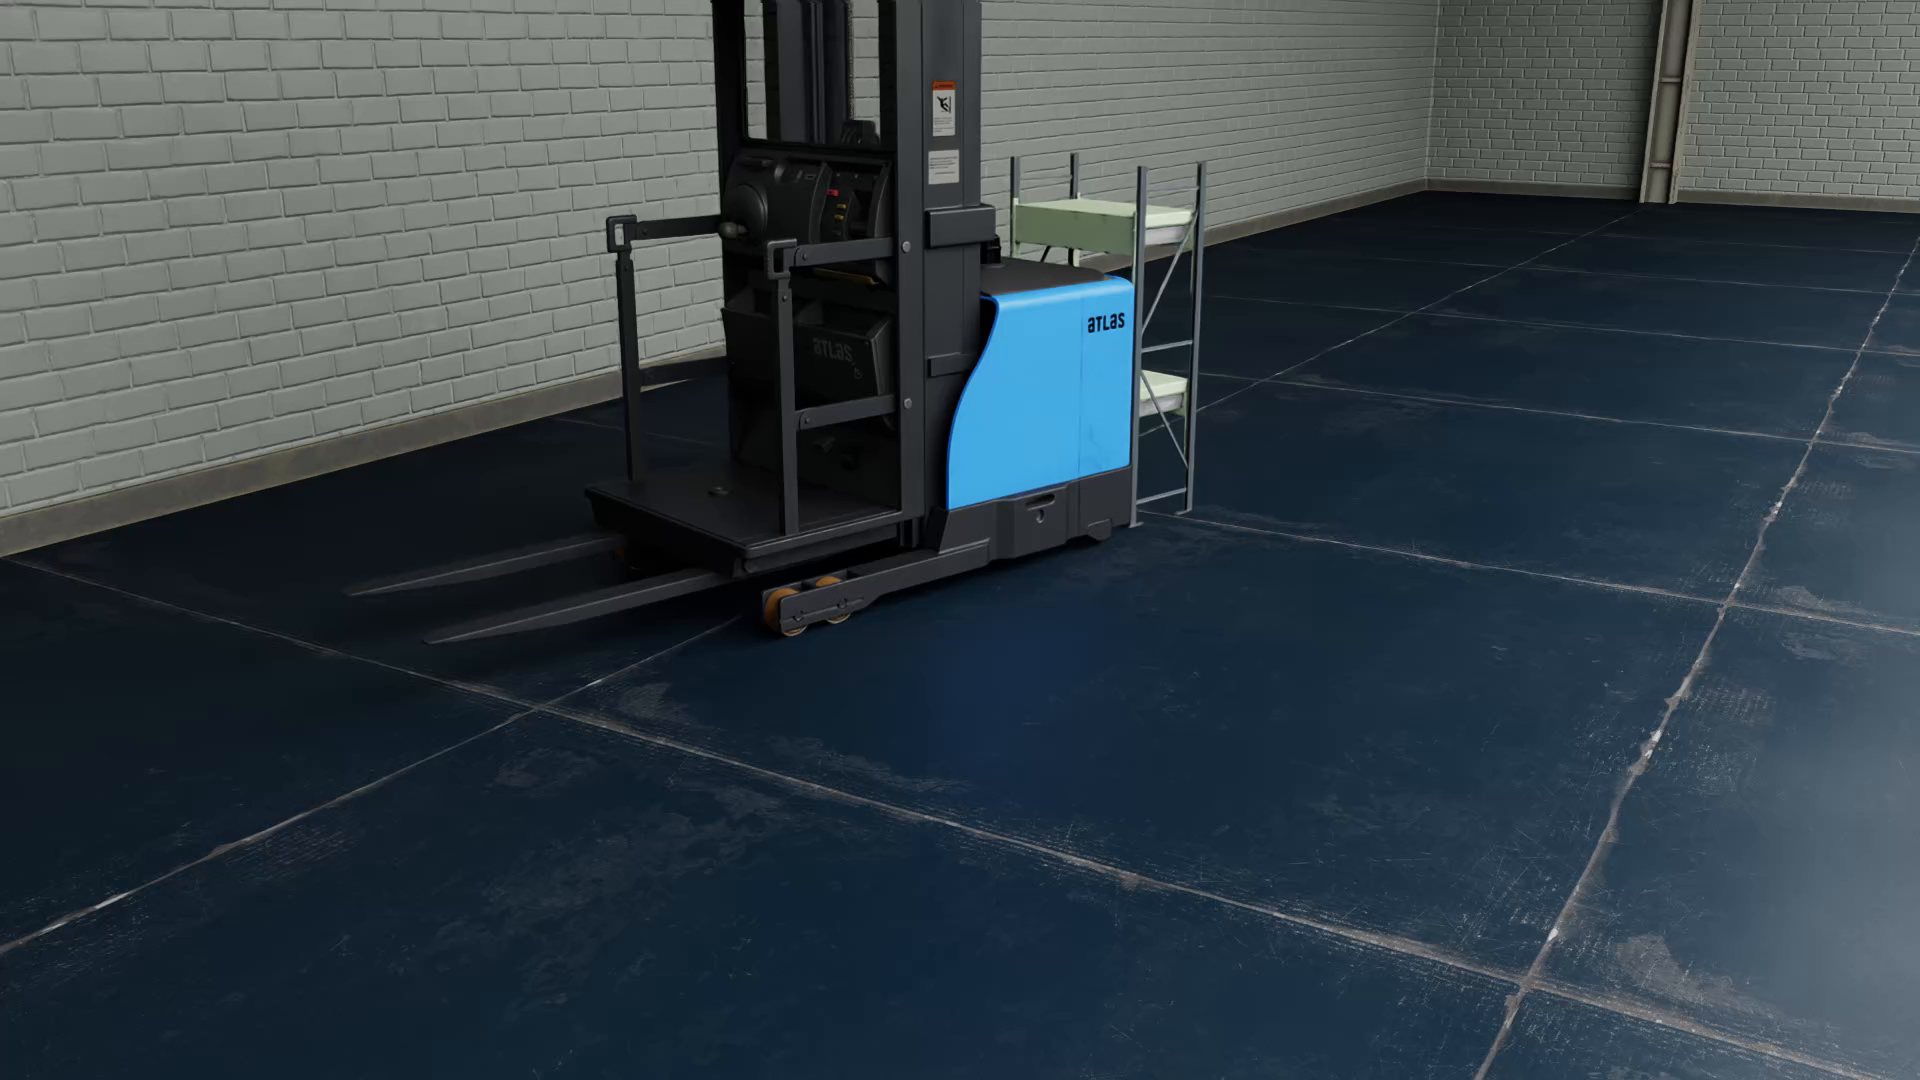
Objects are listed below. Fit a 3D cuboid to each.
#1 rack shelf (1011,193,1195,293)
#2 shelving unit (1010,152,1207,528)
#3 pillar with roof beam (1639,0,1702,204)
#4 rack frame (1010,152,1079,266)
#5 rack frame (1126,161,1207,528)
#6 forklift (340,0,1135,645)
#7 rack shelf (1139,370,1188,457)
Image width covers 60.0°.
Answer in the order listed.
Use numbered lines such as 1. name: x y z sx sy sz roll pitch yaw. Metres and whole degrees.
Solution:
1. rack shelf: 0.618 -1.260 7.106 0.431 0.370 0.720 -15 22 -40
2. shelving unit: 0.618 -0.887 7.219 0.431 1.500 0.755 -15 22 -40
3. pillar with roof beam: 6.479 -7.469 15.986 0.400 9.000 9.100 10 20 30
4. rack frame: 0.373 -0.966 7.480 0.400 1.500 0.023 -15 22 -40
5. rack frame: 0.862 -0.808 6.959 0.400 1.500 0.023 -15 22 -40
6. forklift: -0.721 -1.238 5.915 3.031 2.935 1.130 -15 22 -40
7. rack shelf: 0.618 -0.575 7.314 0.431 0.370 0.720 -15 22 -40
